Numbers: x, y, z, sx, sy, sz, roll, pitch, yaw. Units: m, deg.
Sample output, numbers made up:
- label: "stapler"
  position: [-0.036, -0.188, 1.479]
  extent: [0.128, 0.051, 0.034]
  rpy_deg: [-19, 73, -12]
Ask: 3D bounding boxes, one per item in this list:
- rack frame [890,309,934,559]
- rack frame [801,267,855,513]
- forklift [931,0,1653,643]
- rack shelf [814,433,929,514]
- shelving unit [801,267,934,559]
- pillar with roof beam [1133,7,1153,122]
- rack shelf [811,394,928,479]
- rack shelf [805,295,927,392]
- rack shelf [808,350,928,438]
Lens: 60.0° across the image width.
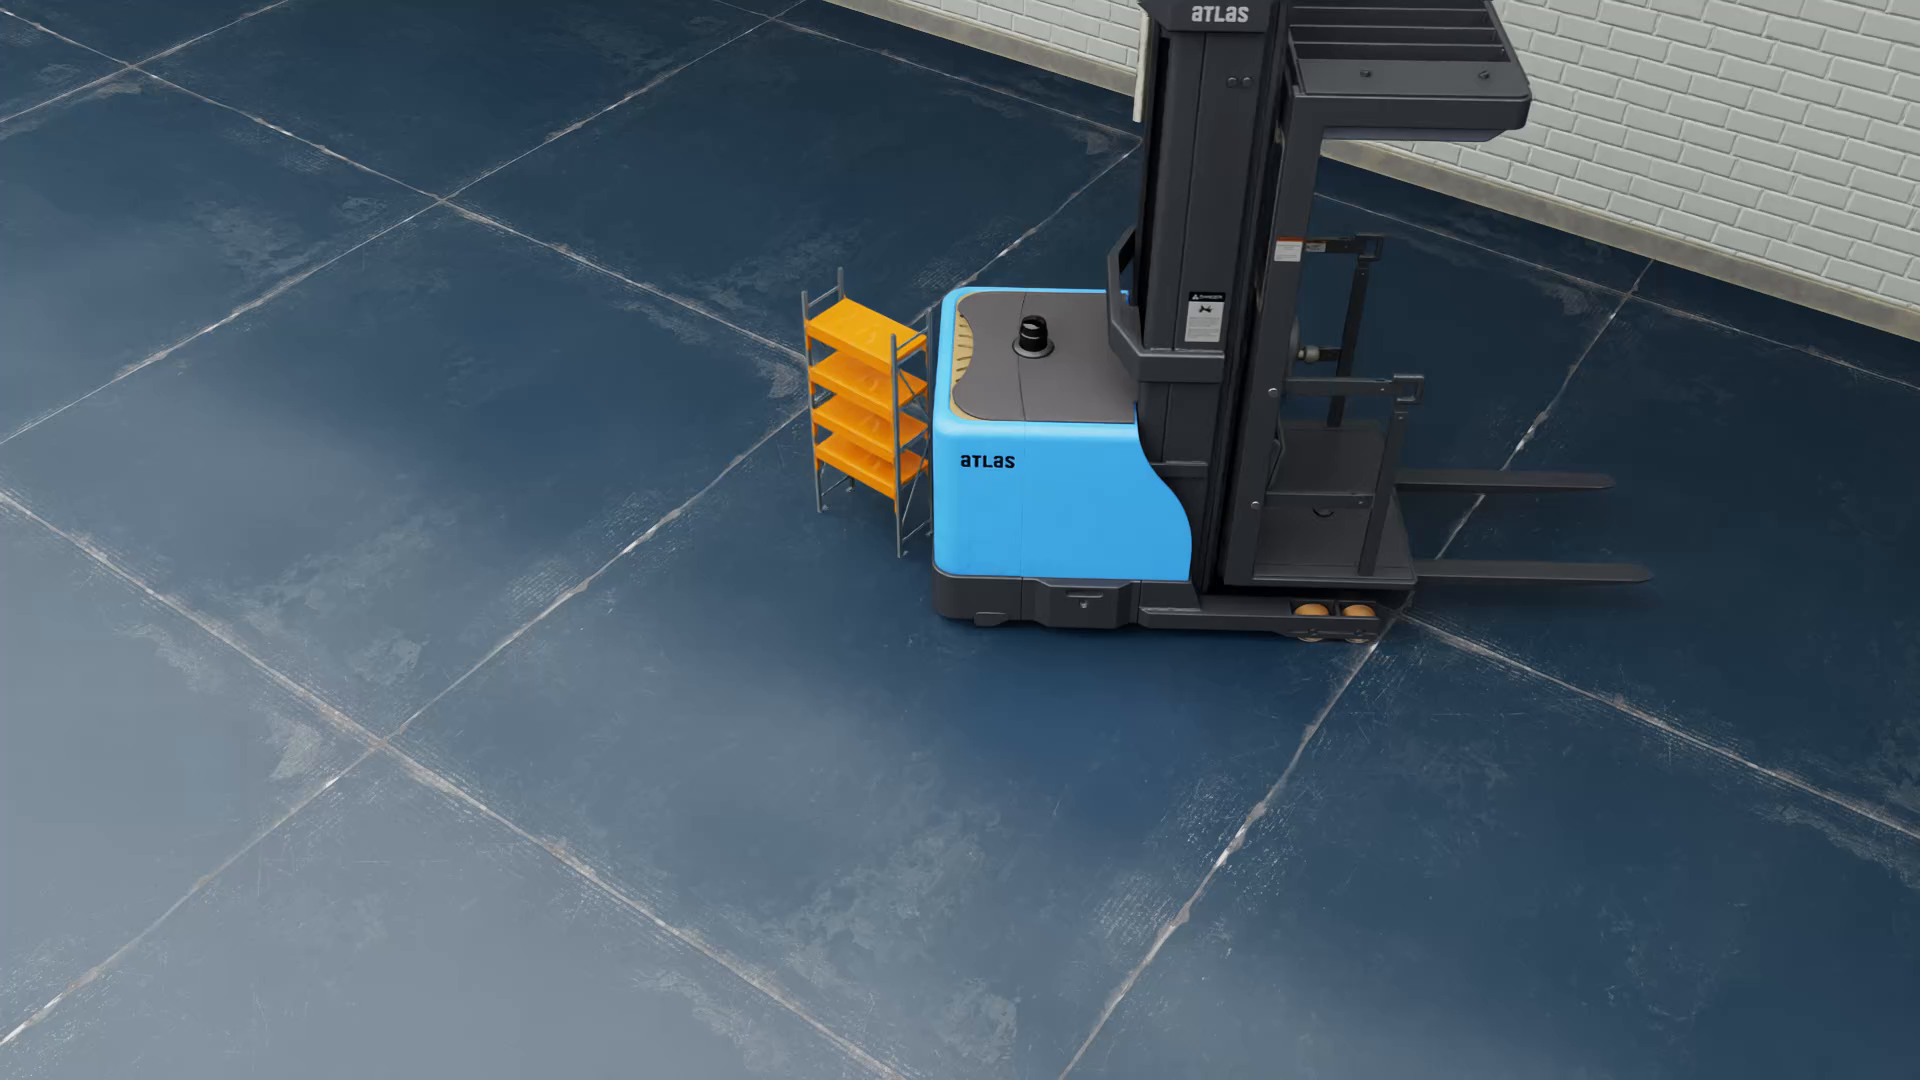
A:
- label: "rack frame"
  position: [-0.195, -0.427, 7.076]
  extent: [0.015, 1.200, 0.240]
  rpy_deg: [29, 49, 28]
- label: "rack frame"
  position: [-0.572, -0.634, 7.307]
  extent: [0.015, 1.200, 0.240]
  rpy_deg: [29, 49, 28]
- label: "forklift"
  position: [1.410, -1.022, 6.443]
  extent: [3.031, 2.935, 1.130]
  rpy_deg: [1, 42, 2]
- label: "rack shelf"
  position: [-0.384, -0.333, 7.369]
  extent: [0.480, 0.148, 0.258]
  rpy_deg: [29, 49, 28]
- label: "shelving unit"
  position: [-0.384, -0.531, 7.192]
  extent: [0.503, 1.200, 0.258]
  rpy_deg: [29, 49, 28]
- label: "pillar with roof beam"
  position: [-1.139, -3.649, 4.828]
  extent: [0.400, 9.000, 9.100]
  rpy_deg: [25, 48, 25]
- label: "rack shelf"
  position: [-0.384, -0.481, 7.237]
  extent: [0.480, 0.148, 0.258]
  rpy_deg: [29, 49, 28]
- label: "rack shelf"
  position: [-0.384, -0.824, 6.930]
  extent: [0.480, 0.148, 0.258]
  rpy_deg: [29, 49, 28]
- label: "rack shelf"
  position: [-0.384, -0.647, 7.087]
  extent: [0.480, 0.148, 0.258]
  rpy_deg: [29, 49, 28]
